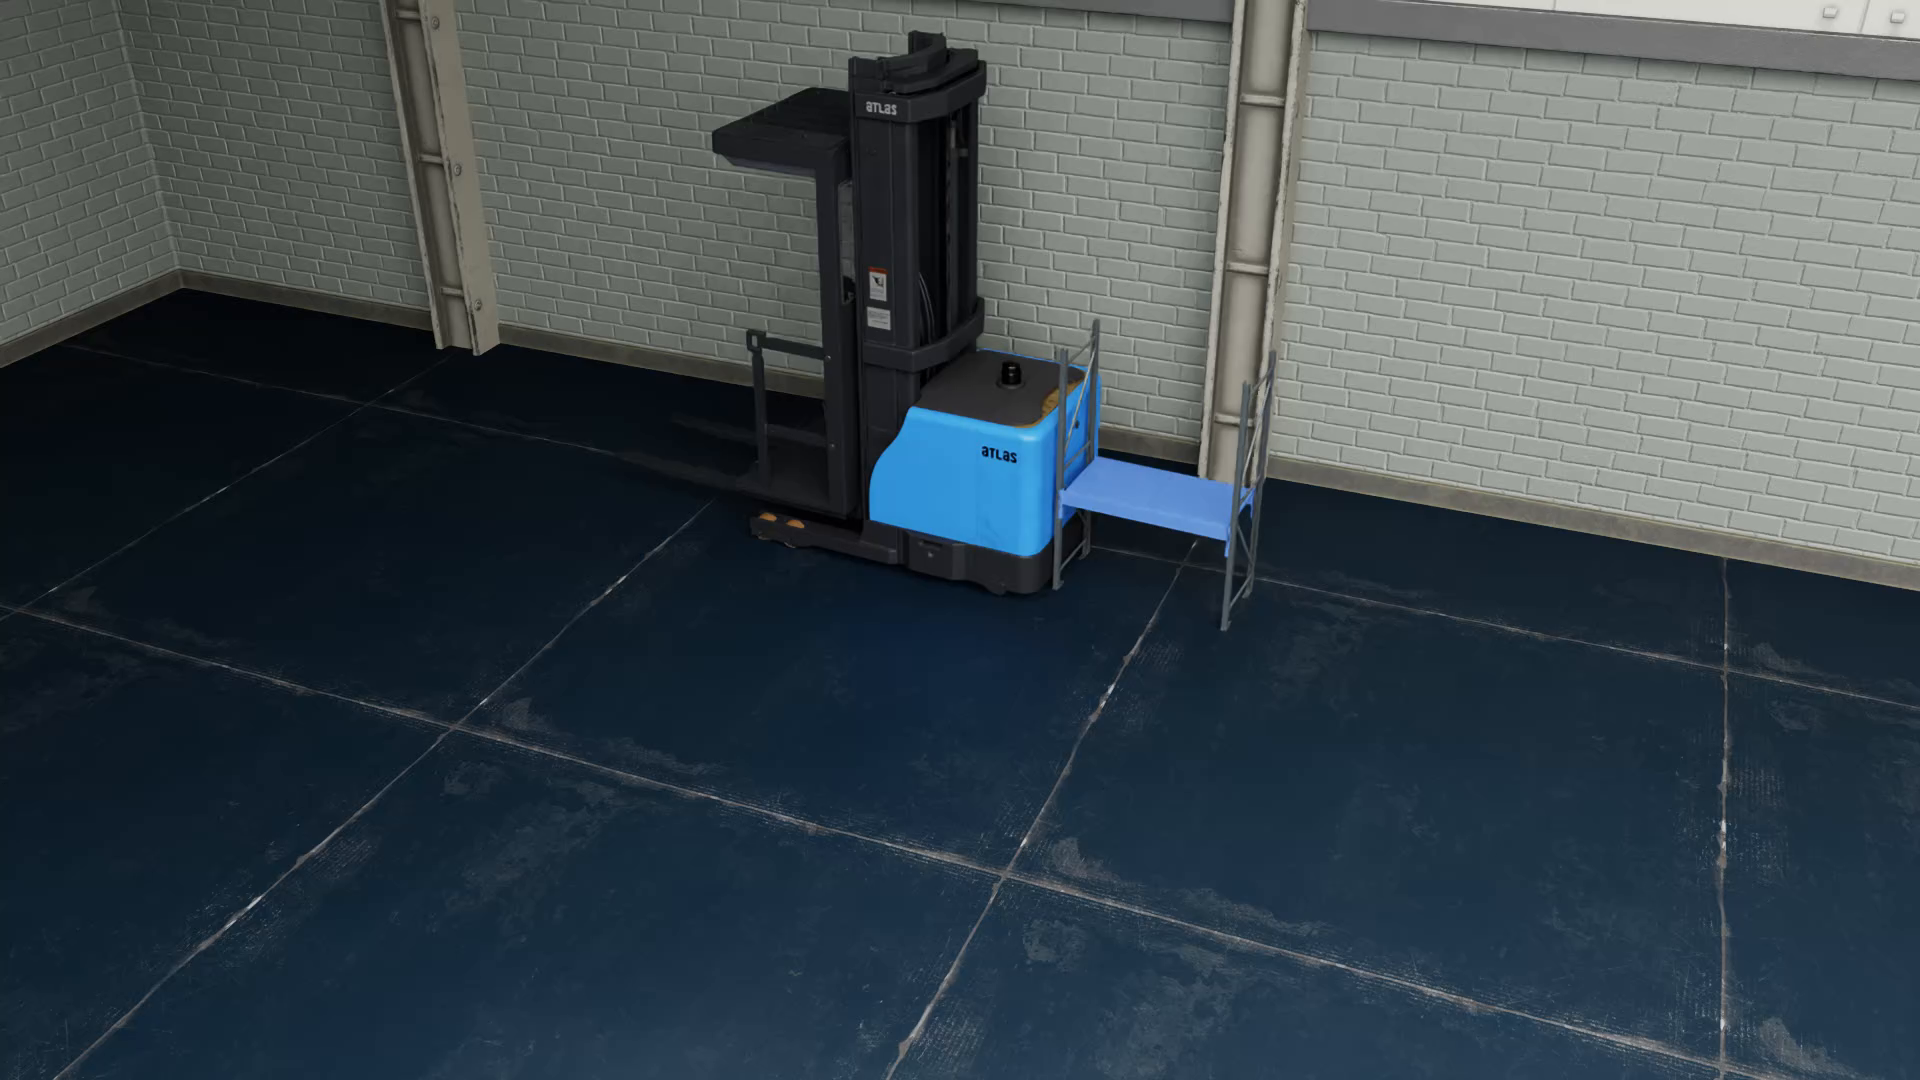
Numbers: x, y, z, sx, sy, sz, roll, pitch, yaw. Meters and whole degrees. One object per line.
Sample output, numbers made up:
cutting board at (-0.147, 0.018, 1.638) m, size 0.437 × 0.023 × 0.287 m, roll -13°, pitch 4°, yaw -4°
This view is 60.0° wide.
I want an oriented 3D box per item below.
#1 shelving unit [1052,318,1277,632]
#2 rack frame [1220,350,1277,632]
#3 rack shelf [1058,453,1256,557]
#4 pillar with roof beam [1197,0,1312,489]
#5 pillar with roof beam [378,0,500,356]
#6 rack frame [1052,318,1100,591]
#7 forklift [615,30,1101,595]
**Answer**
shelving unit at (1.118, -0.364, 9.281) m, size 1.048 × 1.500 × 0.538 m, roll 14°, pitch 32°, yaw 22°
rack frame at (1.574, -0.254, 9.087) m, size 0.032 × 1.500 × 0.500 m, roll 14°, pitch 32°, yaw 22°
rack shelf at (1.118, -0.207, 9.370) m, size 1.000 × 0.185 × 0.538 m, roll 14°, pitch 32°, yaw 22°
pillar with roof beam at (0.157, -2.351, 5.175) m, size 0.400 × 9.000 × 9.100 m, roll 11°, pitch 31°, yaw 19°
pillar with roof beam at (-5.403, -3.461, 7.139) m, size 0.400 × 9.000 × 9.100 m, roll 11°, pitch 31°, yaw 19°
rack frame at (0.661, -0.474, 9.475) m, size 0.032 × 1.500 × 0.500 m, roll 14°, pitch 32°, yaw 22°
forklift at (-0.711, -1.447, 9.743) m, size 3.031 × 2.935 × 1.130 m, roll 14°, pitch 32°, yaw 22°
